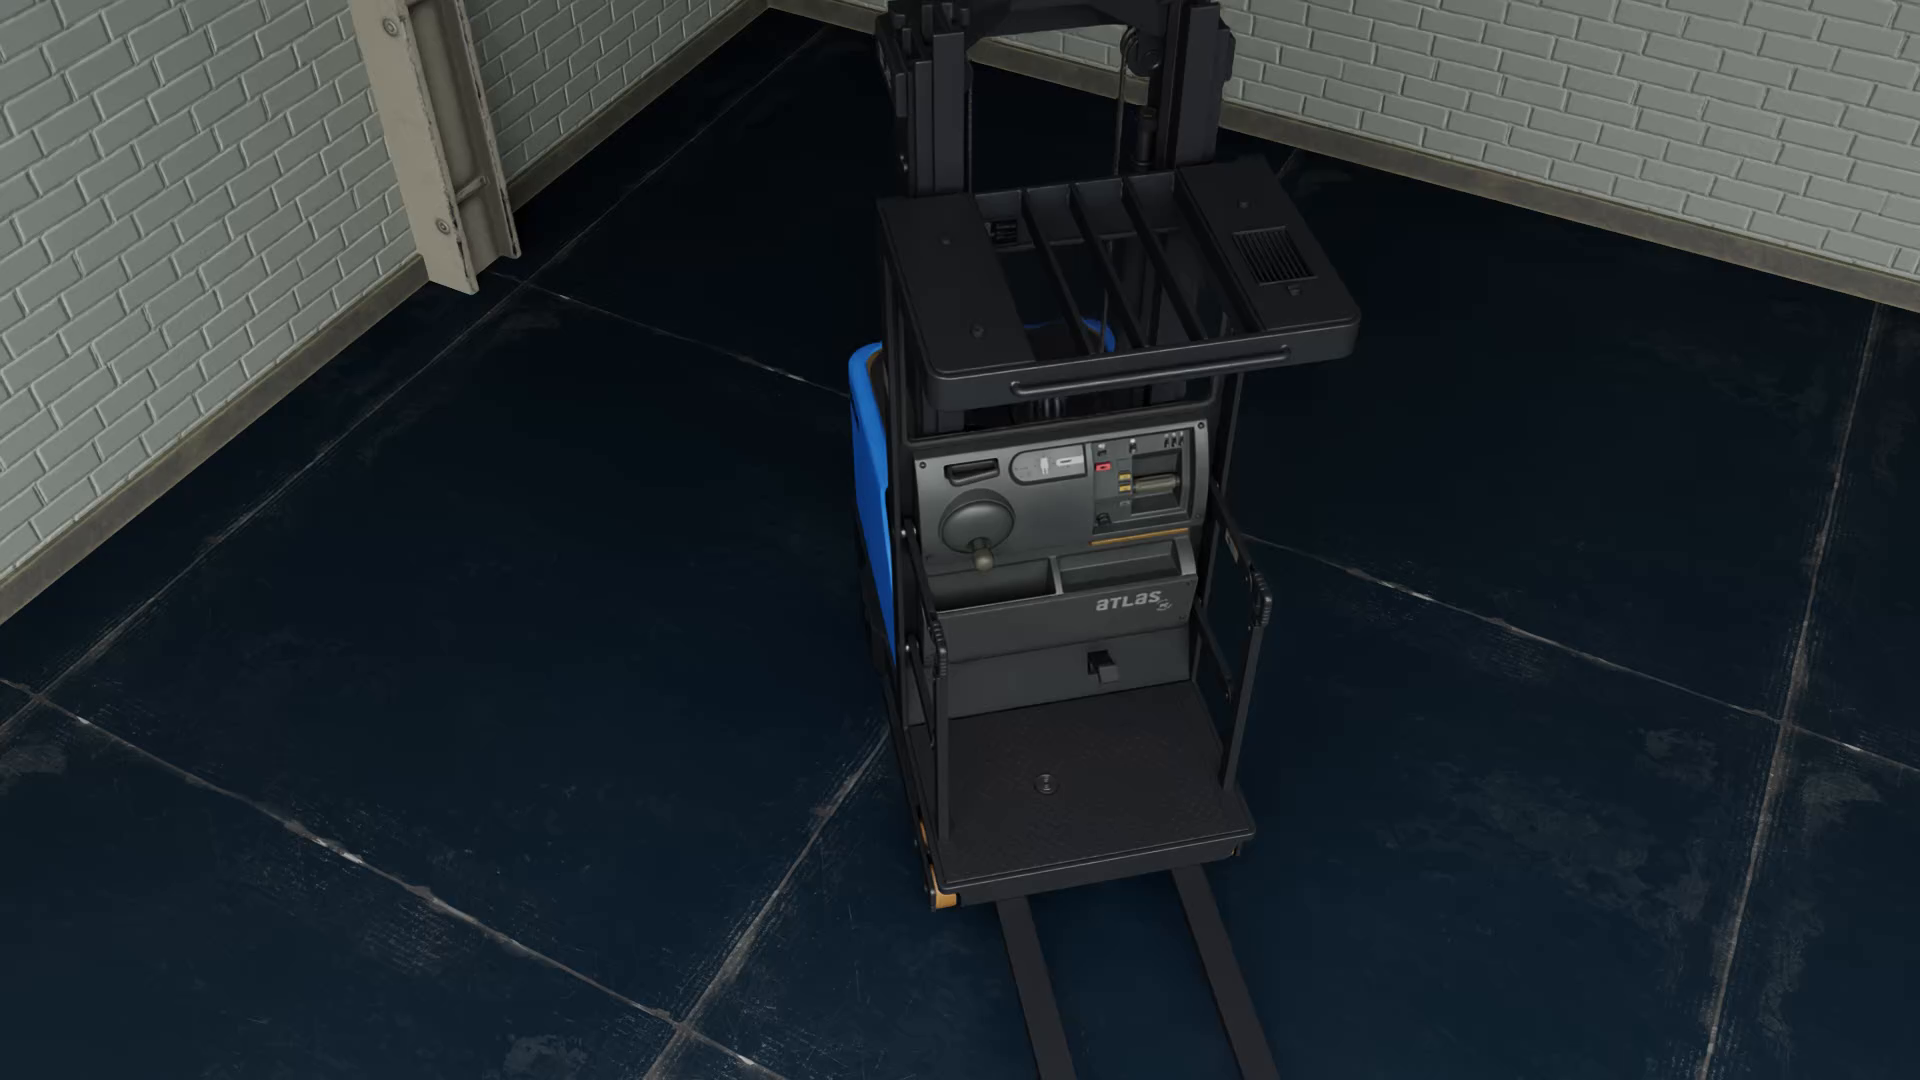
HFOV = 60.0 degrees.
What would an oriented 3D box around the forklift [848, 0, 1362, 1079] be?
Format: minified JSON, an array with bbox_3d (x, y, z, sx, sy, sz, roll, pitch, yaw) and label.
[{"bbox_3d":[0.369,-0.053,5.021,1.130,2.935,3.031,-8,46,-8],"label":"forklift"}]

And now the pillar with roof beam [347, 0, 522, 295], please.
[{"bbox_3d":[1.357,-3.128,3.794,9.100,9.000,0.400,20,49,19],"label":"pillar with roof beam"}]
